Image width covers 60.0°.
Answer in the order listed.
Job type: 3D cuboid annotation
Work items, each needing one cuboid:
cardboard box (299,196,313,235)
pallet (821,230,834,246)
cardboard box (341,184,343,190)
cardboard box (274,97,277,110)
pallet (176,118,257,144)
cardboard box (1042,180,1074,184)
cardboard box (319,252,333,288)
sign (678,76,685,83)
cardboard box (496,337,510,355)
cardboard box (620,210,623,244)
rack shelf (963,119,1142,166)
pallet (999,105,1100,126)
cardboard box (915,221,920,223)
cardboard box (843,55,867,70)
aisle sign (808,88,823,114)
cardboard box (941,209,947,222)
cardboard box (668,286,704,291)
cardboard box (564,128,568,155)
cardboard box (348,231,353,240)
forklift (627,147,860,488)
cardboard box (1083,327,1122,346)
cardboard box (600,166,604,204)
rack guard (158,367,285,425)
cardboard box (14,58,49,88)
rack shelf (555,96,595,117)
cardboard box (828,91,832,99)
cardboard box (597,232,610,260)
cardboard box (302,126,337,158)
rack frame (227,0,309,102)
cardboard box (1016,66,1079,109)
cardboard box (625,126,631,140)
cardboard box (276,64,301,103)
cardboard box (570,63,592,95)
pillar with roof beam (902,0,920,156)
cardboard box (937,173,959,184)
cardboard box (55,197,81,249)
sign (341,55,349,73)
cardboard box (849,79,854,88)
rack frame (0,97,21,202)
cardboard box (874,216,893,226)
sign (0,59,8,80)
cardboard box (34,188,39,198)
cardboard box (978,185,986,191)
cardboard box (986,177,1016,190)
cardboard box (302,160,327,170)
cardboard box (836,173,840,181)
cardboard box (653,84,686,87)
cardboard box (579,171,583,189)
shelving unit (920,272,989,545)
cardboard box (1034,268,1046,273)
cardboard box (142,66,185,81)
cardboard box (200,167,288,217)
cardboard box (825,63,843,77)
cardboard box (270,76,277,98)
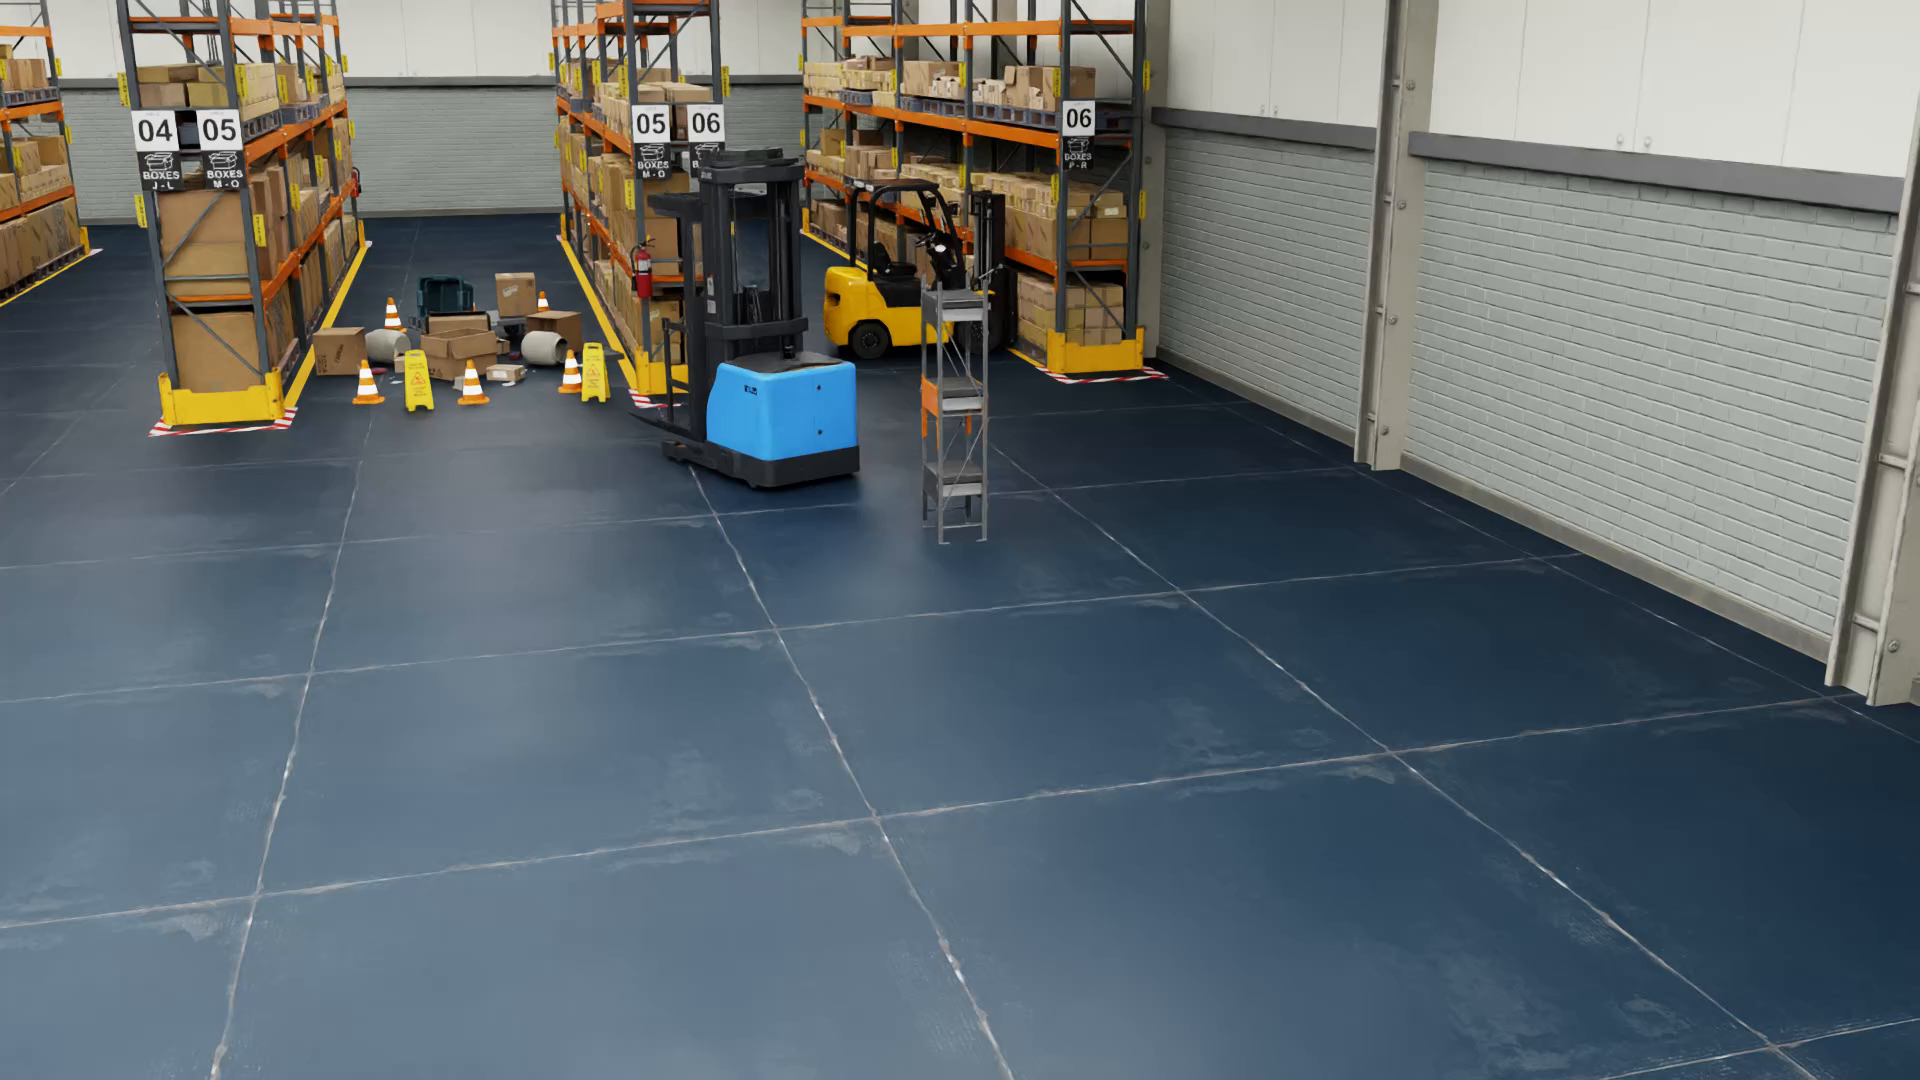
[{"bbox_3d":[-9.245,-4.475,22.963,0.500,0.500,0.500,-4,17,-14],"label":"cardboard box"},{"bbox_3d":[-2.168,-6.060,33.261,1.003,0.211,1.213,-5,17,-15],"label":"pallet"},{"bbox_3d":[-11.249,-6.325,29.730,0.380,0.149,0.250,-4,17,-14],"label":"cardboard box"},{"bbox_3d":[-8.469,-5.262,20.076,0.380,0.149,0.250,-4,17,-14],"label":"cardboard box"},{"bbox_3d":[-8.060,-4.334,17.607,1.003,0.211,1.213,-5,17,-15],"label":"pallet"},{"bbox_3d":[1.296,-4.662,21.941,0.380,0.149,0.250,-4,17,-14],"label":"cardboard box"},{"bbox_3d":[-9.994,-4.168,25.730,0.500,0.500,0.500,-5,18,-18],"label":"cardboard box"},{"bbox_3d":[-3.695,-5.991,22.069,0.100,0.325,0.005,-5,17,-15],"label":"sign"},{"bbox_3d":[-6.054,-2.557,21.503,0.396,0.266,0.258,11,20,32],"label":"cardboard box"},{"bbox_3d":[-3.917,-3.893,20.507,0.500,0.500,0.500,-4,17,-15],"label":"cardboard box"},{"bbox_3d":[1.107,-5.194,21.565,1.077,0.370,4.000,-5,17,-15],"label":"rack shelf"},{"bbox_3d":[1.148,-5.479,21.416,1.003,0.211,1.213,-5,17,-15],"label":"pallet"},{"bbox_3d":[-0.564,-5.466,28.921,0.380,0.149,0.250,-6,18,-18],"label":"cardboard box"},{"bbox_3d":[-1.894,-8.663,30.160,0.396,0.266,0.258,-5,17,-16],"label":"cardboard box"},{"bbox_3d":[-3.042,-9.215,34.397,0.394,0.787,0.004,-5,17,-15],"label":"aisle sign"},{"bbox_3d":[0.024,-4.841,24.613,0.500,0.250,0.500,-5,17,-16],"label":"cardboard box"},{"bbox_3d":[-3.356,-2.934,20.751,0.500,0.500,0.500,-4,17,-14],"label":"cardboard box"},{"bbox_3d":[-7.088,-7.391,30.931,0.500,0.500,0.500,-4,17,-15],"label":"cardboard box"},{"bbox_3d":[-11.370,-5.584,30.537,0.380,0.149,0.250,-5,17,-15],"label":"cardboard box"},{"bbox_3d":[-2.227,-2.228,15.776,1.130,2.935,3.031,-13,21,-36],"label":"forklift"},{"bbox_3d":[1.710,-2.584,20.891,0.500,0.250,0.500,-5,17,-15],"label":"cardboard box"},{"bbox_3d":[-4.835,-5.043,23.606,0.500,0.500,0.500,-4,17,-13],"label":"cardboard box"},{"bbox_3d":[-7.840,-1.532,17.683,1.175,0.500,0.348,-5,17,-15],"label":"rack guard"},{"bbox_3d":[-16.846,-8.391,29.882,0.700,0.500,0.500,-6,18,-19],"label":"cardboard box"},{"bbox_3d":[-6.962,-8.120,31.306,1.077,0.370,4.000,-5,17,-15],"label":"rack shelf"},{"bbox_3d":[-2.337,-8.617,32.147,0.380,0.149,0.250,-5,17,-15],"label":"cardboard box"},{"bbox_3d":[-5.423,-4.749,27.012,0.875,0.875,0.875,-5,17,-16],"label":"cardboard box"},{"bbox_3d":[-11.034,-6.868,28.675,0.500,0.500,0.500,-4,17,-14],"label":"cardboard box"},{"bbox_3d":[-10.045,-7.822,23.850,1.000,3.000,0.127,-5,17,-15],"label":"rack frame"},{"bbox_3d":[1.115,-5.676,20.844,0.700,0.500,0.500,-5,17,-15],"label":"cardboard box"},{"bbox_3d":[-3.582,-4.614,18.822,0.380,0.149,0.250,-5,17,-15],"label":"cardboard box"},{"bbox_3d":[-9.298,-6.223,22.665,0.500,0.500,0.500,-5,17,-15],"label":"cardboard box"},{"bbox_3d":[-6.077,-7.518,27.149,0.500,0.500,0.500,-5,17,-15],"label":"cardboard box"},{"bbox_3d":[-5.105,-9.665,29.984,9.100,9.000,0.400,-5,17,-15],"label":"pillar with roof beam"},{"bbox_3d":[-0.130,-5.442,25.052,0.380,0.149,0.250,-5,17,-15],"label":"cardboard box"},{"bbox_3d":[-16.788,-5.810,30.544,0.875,0.875,0.875,-5,17,-15],"label":"cardboard box"},{"bbox_3d":[-11.705,-9.061,31.648,0.100,0.325,0.005,-5,17,-15],"label":"sign"},{"bbox_3d":[-1.753,-8.106,29.541,0.380,0.149,0.250,-4,17,-14],"label":"cardboard box"},{"bbox_3d":[-15.941,-5.691,27.184,1.000,3.000,0.127,-5,17,-15],"label":"rack frame"},{"bbox_3d":[-1.379,-5.706,29.721,0.380,0.149,0.250,-4,17,-13],"label":"cardboard box"},{"bbox_3d":[-15.422,-7.571,26.784,0.100,0.325,0.005,-5,17,-15],"label":"sign"},{"bbox_3d":[-15.922,-5.897,28.306,0.380,0.149,0.250,-5,17,-17],"label":"cardboard box"},{"bbox_3d":[0.465,-4.833,23.026,0.380,0.149,0.250,-4,17,-14],"label":"cardboard box"},{"bbox_3d":[0.569,-4.830,22.499,0.380,0.149,0.250,-4,17,-14],"label":"cardboard box"},{"bbox_3d":[-10.772,-6.251,27.721,0.380,0.149,0.250,-5,17,-17],"label":"cardboard box"},{"bbox_3d":[-2.159,-6.956,31.832,0.380,0.149,0.250,-4,17,-14],"label":"cardboard box"},{"bbox_3d":[-3.616,-5.602,20.725,0.380,0.149,0.250,-5,17,-16],"label":"cardboard box"},{"bbox_3d":[-5.996,-5.931,27.375,0.500,0.250,0.500,-5,17,-17],"label":"cardboard box"},{"bbox_3d":[-0.045,-1.051,13.302,0.431,2.100,0.503,-5,17,-15],"label":"shelving unit"},{"bbox_3d":[1.304,-3.479,22.131,0.500,0.250,0.500,-5,17,-16],"label":"cardboard box"},{"bbox_3d":[-8.476,-4.961,17.686,0.380,0.149,0.250,-4,17,-14],"label":"cardboard box"},{"bbox_3d":[-8.615,-4.184,20.028,0.875,0.550,0.550,-5,17,-15],"label":"cardboard box"},{"bbox_3d":[-2.290,-9.016,31.912,0.500,0.250,0.500,-4,17,-14],"label":"cardboard box"},{"bbox_3d":[-8.564,-5.483,20.116,0.500,0.250,0.500,-5,17,-16],"label":"cardboard box"}]
